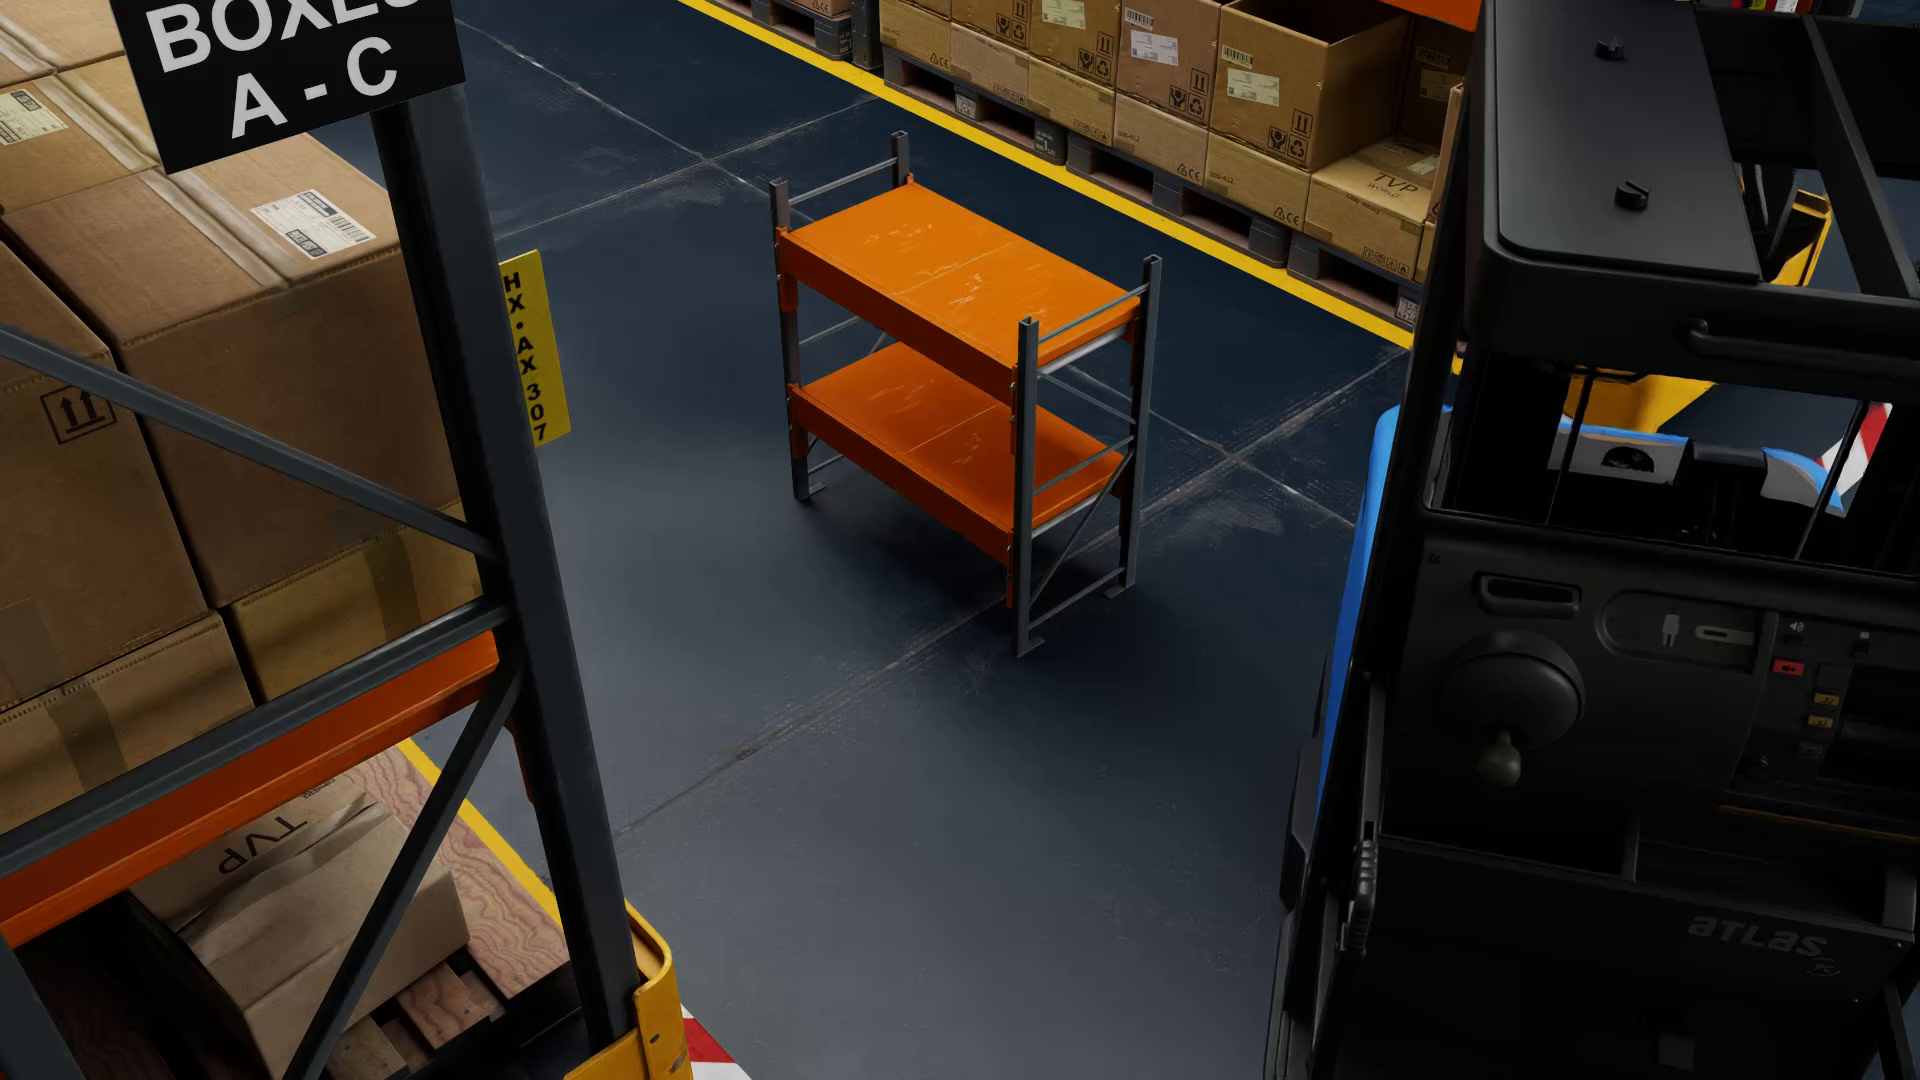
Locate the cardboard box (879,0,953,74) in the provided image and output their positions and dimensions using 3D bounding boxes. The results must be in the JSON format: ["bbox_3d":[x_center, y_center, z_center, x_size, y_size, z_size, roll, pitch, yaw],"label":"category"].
[{"bbox_3d":[-0.025,-2.420,7.714,0.500,0.250,0.500,-30,48,-32],"label":"cardboard box"}]

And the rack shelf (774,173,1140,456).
[{"bbox_3d":[-0.005,-0.668,4.717,0.538,0.278,1.000,-30,48,-32],"label":"rack shelf"}]

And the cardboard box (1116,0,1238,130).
[{"bbox_3d":[0.984,-2.015,6.614,0.500,0.500,0.500,-30,48,-32],"label":"cardboard box"}]

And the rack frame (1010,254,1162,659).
[{"bbox_3d":[0.339,-0.205,4.609,0.500,1.125,0.032,-30,48,-32],"label":"rack frame"}]

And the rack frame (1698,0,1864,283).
[{"bbox_3d":[2.590,-1.819,5.115,1.000,3.000,0.127,-30,48,-32],"label":"rack frame"}]

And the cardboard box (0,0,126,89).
[{"bbox_3d":[-1.829,-0.777,3.331,0.500,0.500,0.500,-32,49,-33],"label":"cardboard box"}]

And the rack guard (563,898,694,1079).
[{"bbox_3d":[-1.107,1.225,3.335,1.175,0.500,0.348,-30,48,-32],"label":"rack guard"}]

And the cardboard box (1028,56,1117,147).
[{"bbox_3d":[0.644,-1.953,7.135,0.500,0.250,0.500,-30,48,-32],"label":"cardboard box"}]

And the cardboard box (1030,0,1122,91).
[{"bbox_3d":[0.644,-2.245,6.900,0.500,0.500,0.500,-30,48,-32],"label":"cardboard box"}]

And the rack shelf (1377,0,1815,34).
[{"bbox_3d":[1.238,-2.465,6.487,1.077,0.370,4.000,-30,48,-32],"label":"rack shelf"}]

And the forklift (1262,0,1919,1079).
[{"bbox_3d":[1.150,0.322,2.518,1.130,2.935,3.031,9,40,11],"label":"forklift"}]

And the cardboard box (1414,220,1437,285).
[{"bbox_3d":[2.010,-1.035,5.999,0.500,0.250,0.500,-30,48,-32],"label":"cardboard box"}]

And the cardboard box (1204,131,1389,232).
[{"bbox_3d":[1.324,-1.492,6.564,0.500,0.250,0.500,-30,48,-32],"label":"cardboard box"}]

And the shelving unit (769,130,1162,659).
[{"bbox_3d":[-0.005,-0.441,4.900,0.538,1.125,1.048,-30,48,-32],"label":"shelving unit"}]

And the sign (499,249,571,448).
[{"bbox_3d":[-0.656,-0.280,2.520,0.100,0.325,0.005,-30,48,-32],"label":"sign"}]

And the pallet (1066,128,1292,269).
[{"bbox_3d":[1.221,-1.635,7.106,1.003,0.211,1.213,-30,48,-32],"label":"pallet"}]

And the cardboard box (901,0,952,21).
[{"bbox_3d":[-0.032,-2.708,7.473,0.500,0.500,0.500,-30,48,-32],"label":"cardboard box"}]

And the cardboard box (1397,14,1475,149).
[{"bbox_3d":[2.052,-1.778,6.321,0.500,0.500,0.500,-30,48,-32],"label":"cardboard box"}]

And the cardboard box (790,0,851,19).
[{"bbox_3d":[-0.609,-2.833,8.224,0.500,0.250,0.500,-30,48,-32],"label":"cardboard box"}]

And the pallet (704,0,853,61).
[{"bbox_3d":[-0.642,-2.910,8.685,1.003,0.211,1.213,-30,48,-32],"label":"pallet"}]

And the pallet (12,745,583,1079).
[{"bbox_3d":[-1.631,0.947,3.910,1.003,0.211,1.213,-30,48,-32],"label":"pallet"}]

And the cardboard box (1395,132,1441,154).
[{"bbox_3d":[2.051,-1.485,6.556,0.500,0.250,0.500,-30,48,-32],"label":"cardboard box"}]

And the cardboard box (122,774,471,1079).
[{"bbox_3d":[-1.458,0.804,3.657,0.500,0.311,0.500,29,47,31],"label":"cardboard box"}]

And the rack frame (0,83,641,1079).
[{"bbox_3d":[-1.056,0.288,2.506,1.000,3.000,0.127,-30,48,-32],"label":"rack frame"}]

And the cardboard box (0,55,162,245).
[{"bbox_3d":[-1.484,-0.535,3.032,0.500,0.500,0.500,-30,48,-32],"label":"cardboard box"}]

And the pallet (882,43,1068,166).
[{"bbox_3d":[0.392,-2.200,7.805,1.003,0.211,1.213,-30,48,-32],"label":"pallet"}]

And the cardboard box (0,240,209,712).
[{"bbox_3d":[-1.531,-0.081,2.470,0.500,0.500,0.500,-31,48,-32],"label":"cardboard box"}]

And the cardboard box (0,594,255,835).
[{"bbox_3d":[-1.515,0.205,2.713,0.500,0.250,0.500,-29,47,-31],"label":"cardboard box"}]

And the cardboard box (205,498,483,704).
[{"bbox_3d":[-1.152,-0.022,2.994,0.500,0.250,0.500,-31,48,-33],"label":"cardboard box"}]

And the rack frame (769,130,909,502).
[{"bbox_3d":[-0.348,-0.676,5.192,0.500,1.125,0.032,-30,48,-32],"label":"rack frame"}]

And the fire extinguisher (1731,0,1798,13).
[{"bbox_3d":[2.328,-1.537,4.827,0.296,0.674,0.183,-30,48,-32],"label":"fire extinguisher"}]

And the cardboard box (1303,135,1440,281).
[{"bbox_3d":[1.663,-1.262,6.279,0.500,0.250,0.500,-30,48,-32],"label":"cardboard box"}]

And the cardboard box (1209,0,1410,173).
[{"bbox_3d":[1.321,-1.783,6.327,0.500,0.500,0.500,-30,48,-32],"label":"cardboard box"}]

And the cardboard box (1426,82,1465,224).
[{"bbox_3d":[2.008,-1.326,5.762,0.500,0.500,0.500,-30,48,-32],"label":"cardboard box"}]

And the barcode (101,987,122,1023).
[{"bbox_3d":[-1.765,0.962,3.454,0.001,0.075,0.075,-30,48,-32],"label":"barcode"}]

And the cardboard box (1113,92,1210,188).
[{"bbox_3d":[0.987,-1.724,6.852,0.500,0.250,0.500,-30,48,-32],"label":"cardboard box"}]

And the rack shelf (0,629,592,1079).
[{"bbox_3d":[-2.409,-0.358,3.878,1.077,0.370,4.000,-30,48,-32],"label":"rack shelf"}]

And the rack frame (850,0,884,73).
[{"bbox_3d":[-0.115,-3.670,7.407,1.000,3.000,0.127,-30,48,-32],"label":"rack frame"}]

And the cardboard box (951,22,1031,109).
[{"bbox_3d":[0.310,-2.187,7.424,0.500,0.250,0.500,-30,48,-32],"label":"cardboard box"}]

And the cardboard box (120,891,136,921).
[{"bbox_3d":[-1.843,0.540,3.983,0.500,0.311,0.500,-26,46,-28],"label":"cardboard box"}]

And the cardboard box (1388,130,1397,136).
[{"bbox_3d":[1.713,-1.717,6.842,0.500,0.250,0.500,-30,48,-32],"label":"cardboard box"}]

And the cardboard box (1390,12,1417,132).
[{"bbox_3d":[1.704,-2.004,6.601,0.500,0.500,0.500,-30,48,-32],"label":"cardboard box"}]

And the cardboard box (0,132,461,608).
[{"bbox_3d":[-1.157,-0.302,2.743,0.500,0.500,0.500,-30,48,-32],"label":"cardboard box"}]

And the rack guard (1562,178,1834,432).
[{"bbox_3d":[2.607,-0.835,5.886,1.175,0.500,0.348,-30,48,-32],"label":"rack guard"}]

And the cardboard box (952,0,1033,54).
[{"bbox_3d":[0.312,-2.480,7.190,0.500,0.500,0.500,-30,48,-32],"label":"cardboard box"}]

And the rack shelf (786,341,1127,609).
[{"bbox_3d":[-0.005,-0.251,5.054,0.538,0.278,1.000,-30,48,-32],"label":"rack shelf"}]

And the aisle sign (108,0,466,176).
[{"bbox_3d":[-0.786,-0.818,1.806,0.394,0.787,0.004,-30,48,-32],"label":"aisle sign"}]

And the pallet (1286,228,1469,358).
[{"bbox_3d":[2.042,-1.070,6.407,1.003,0.211,1.213,-30,48,-32],"label":"pallet"}]
